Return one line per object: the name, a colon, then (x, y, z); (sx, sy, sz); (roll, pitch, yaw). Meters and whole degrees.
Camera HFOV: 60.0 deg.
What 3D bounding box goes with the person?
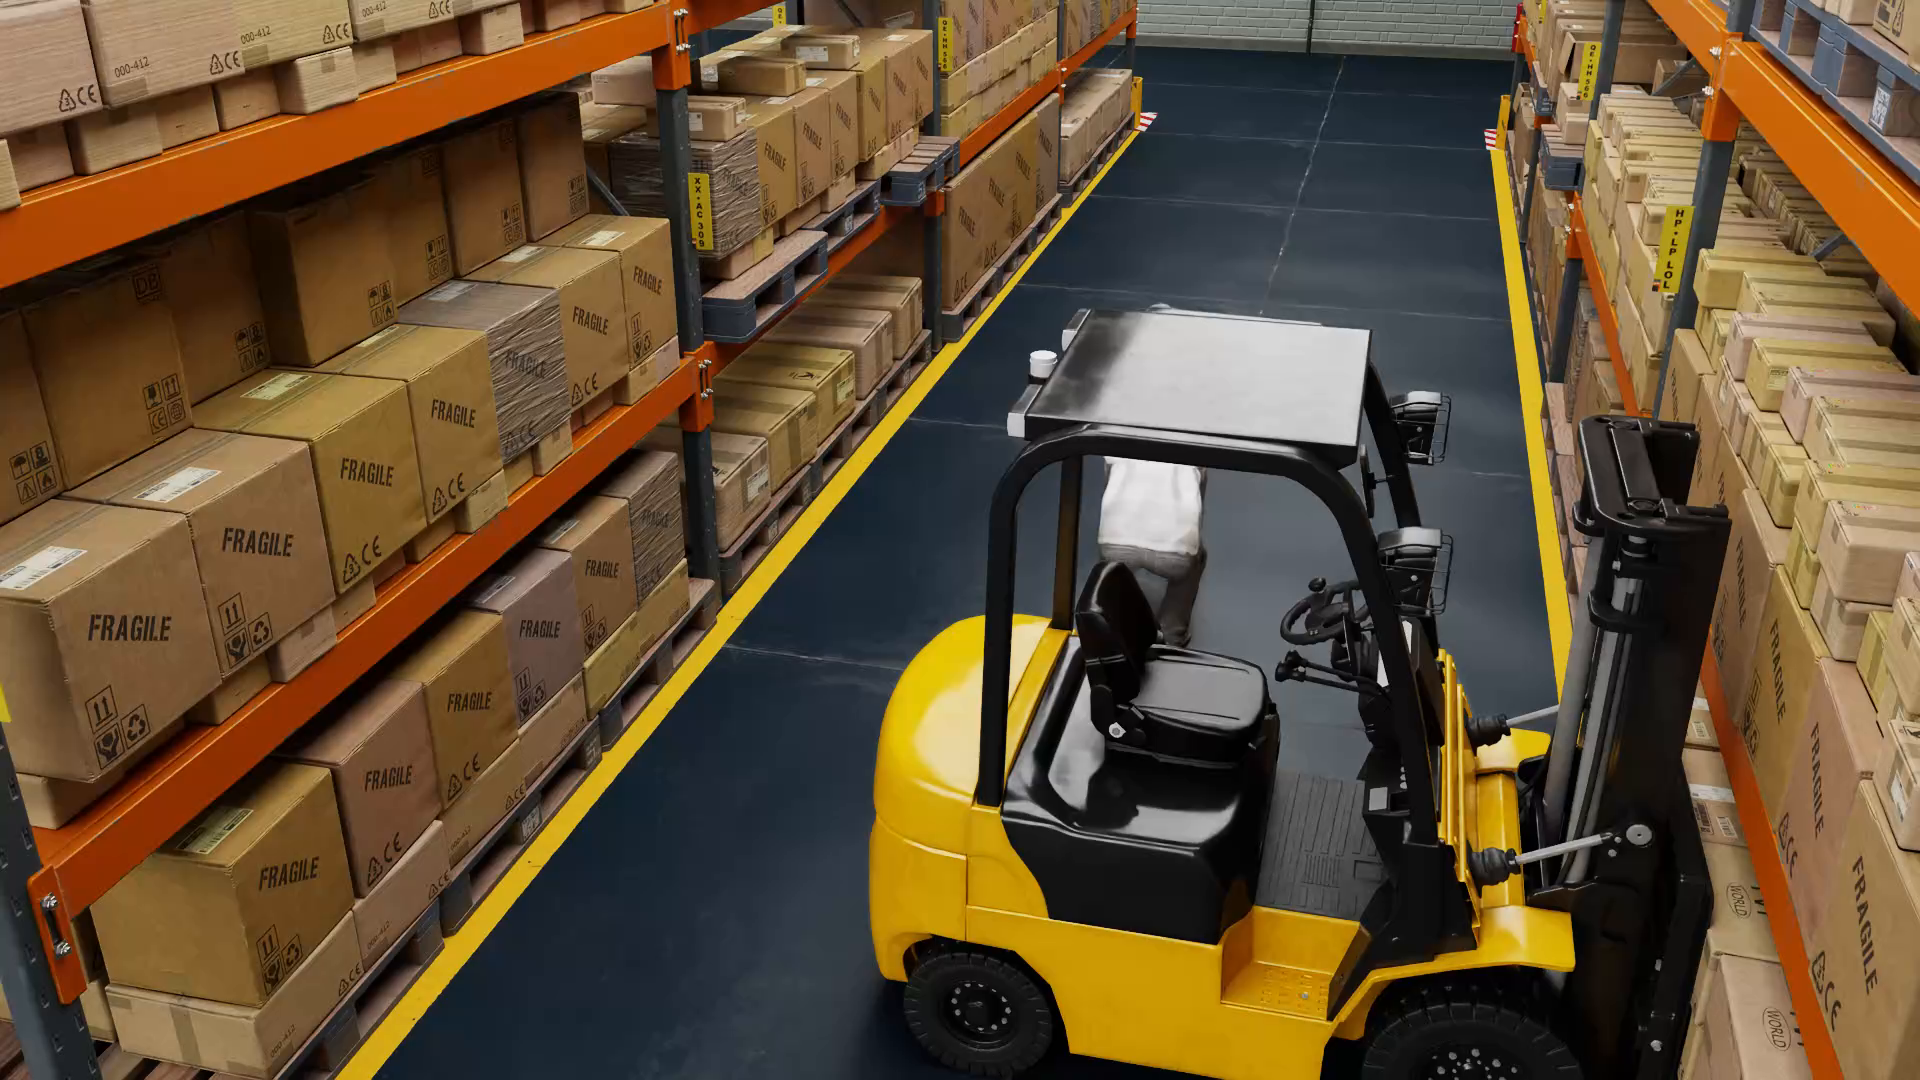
person: (0.883, -0.046, 7.601); (0.506, 0.992, 0.952); (5, 26, 12)
